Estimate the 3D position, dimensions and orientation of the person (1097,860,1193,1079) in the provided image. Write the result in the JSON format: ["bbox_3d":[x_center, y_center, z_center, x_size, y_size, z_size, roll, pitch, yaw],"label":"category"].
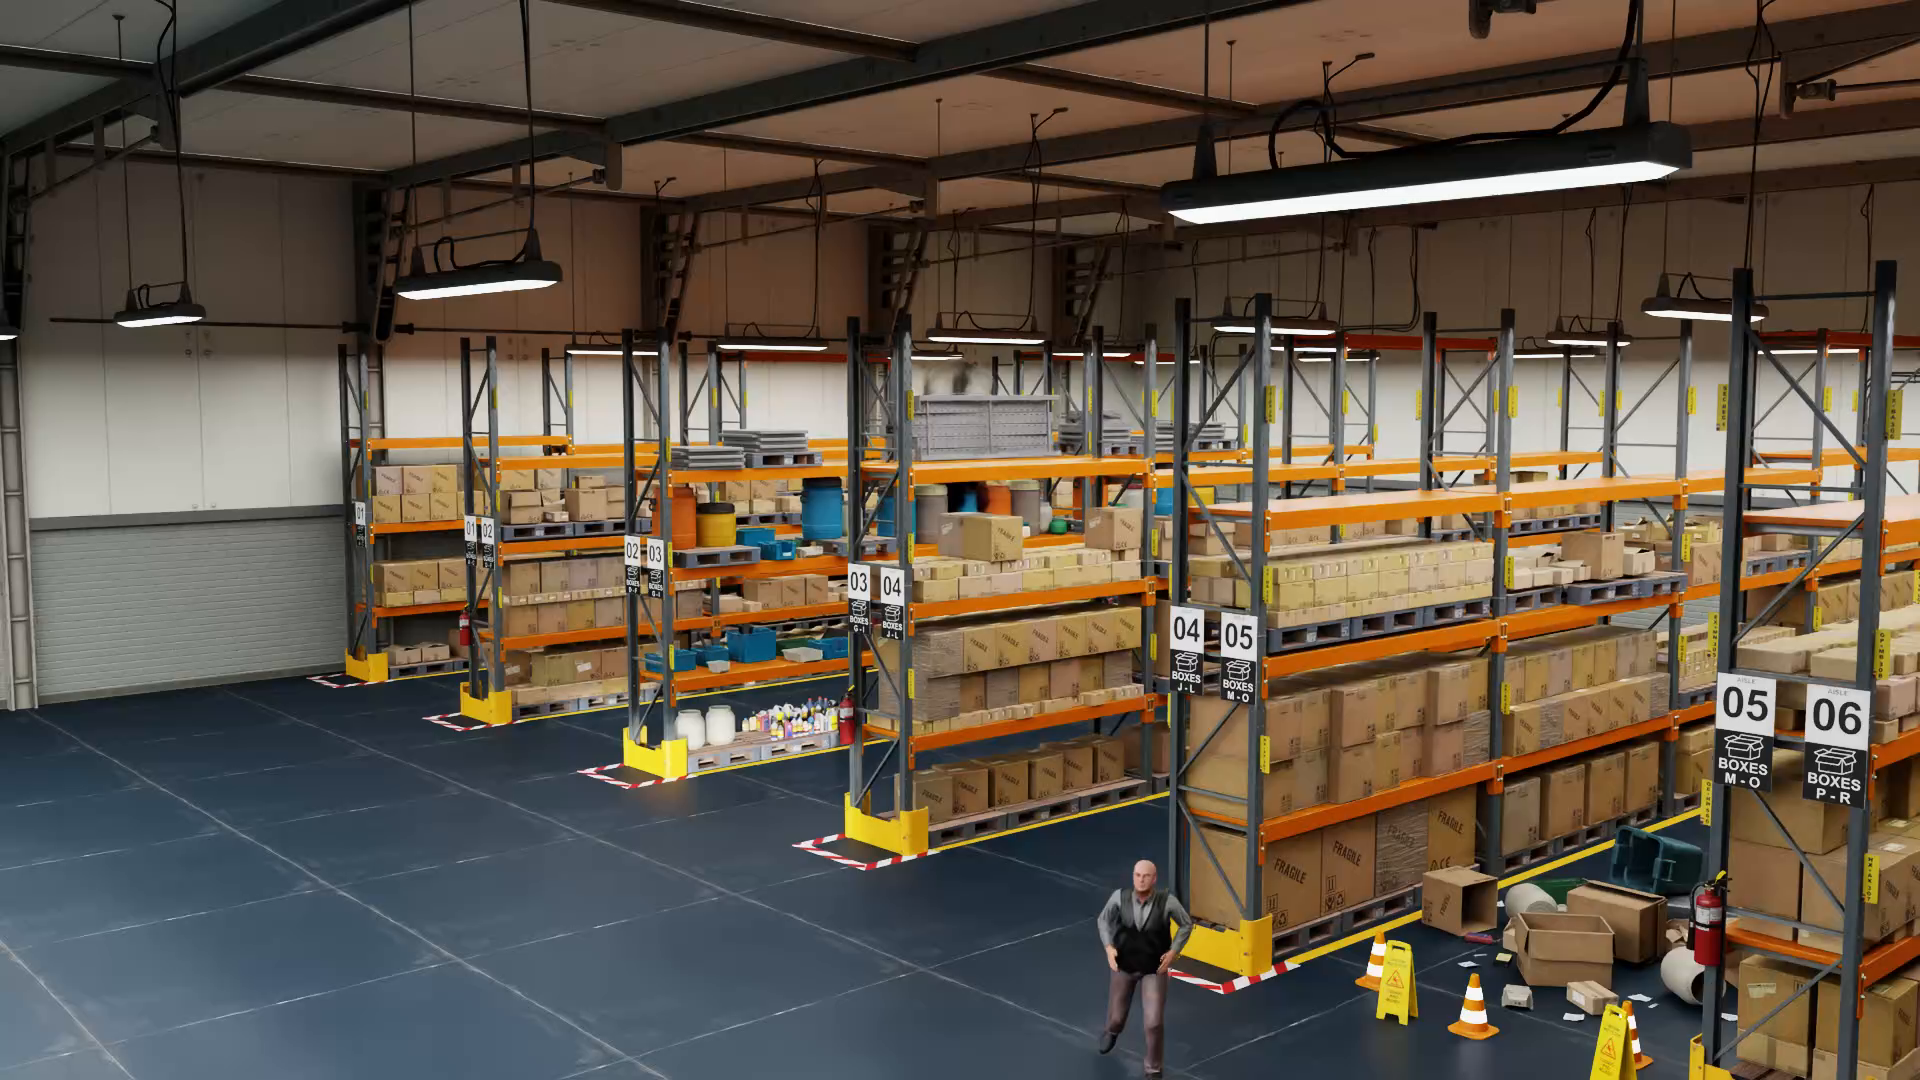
[{"bbox_3d":[1.393,3.227,12.571,0.713,1.718,0.786,0,5,3],"label":"person"}]

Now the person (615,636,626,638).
[{"bbox_3d":[-6.052,1.642,30.445,0.595,1.601,0.561,4,6,38],"label":"person"}]
